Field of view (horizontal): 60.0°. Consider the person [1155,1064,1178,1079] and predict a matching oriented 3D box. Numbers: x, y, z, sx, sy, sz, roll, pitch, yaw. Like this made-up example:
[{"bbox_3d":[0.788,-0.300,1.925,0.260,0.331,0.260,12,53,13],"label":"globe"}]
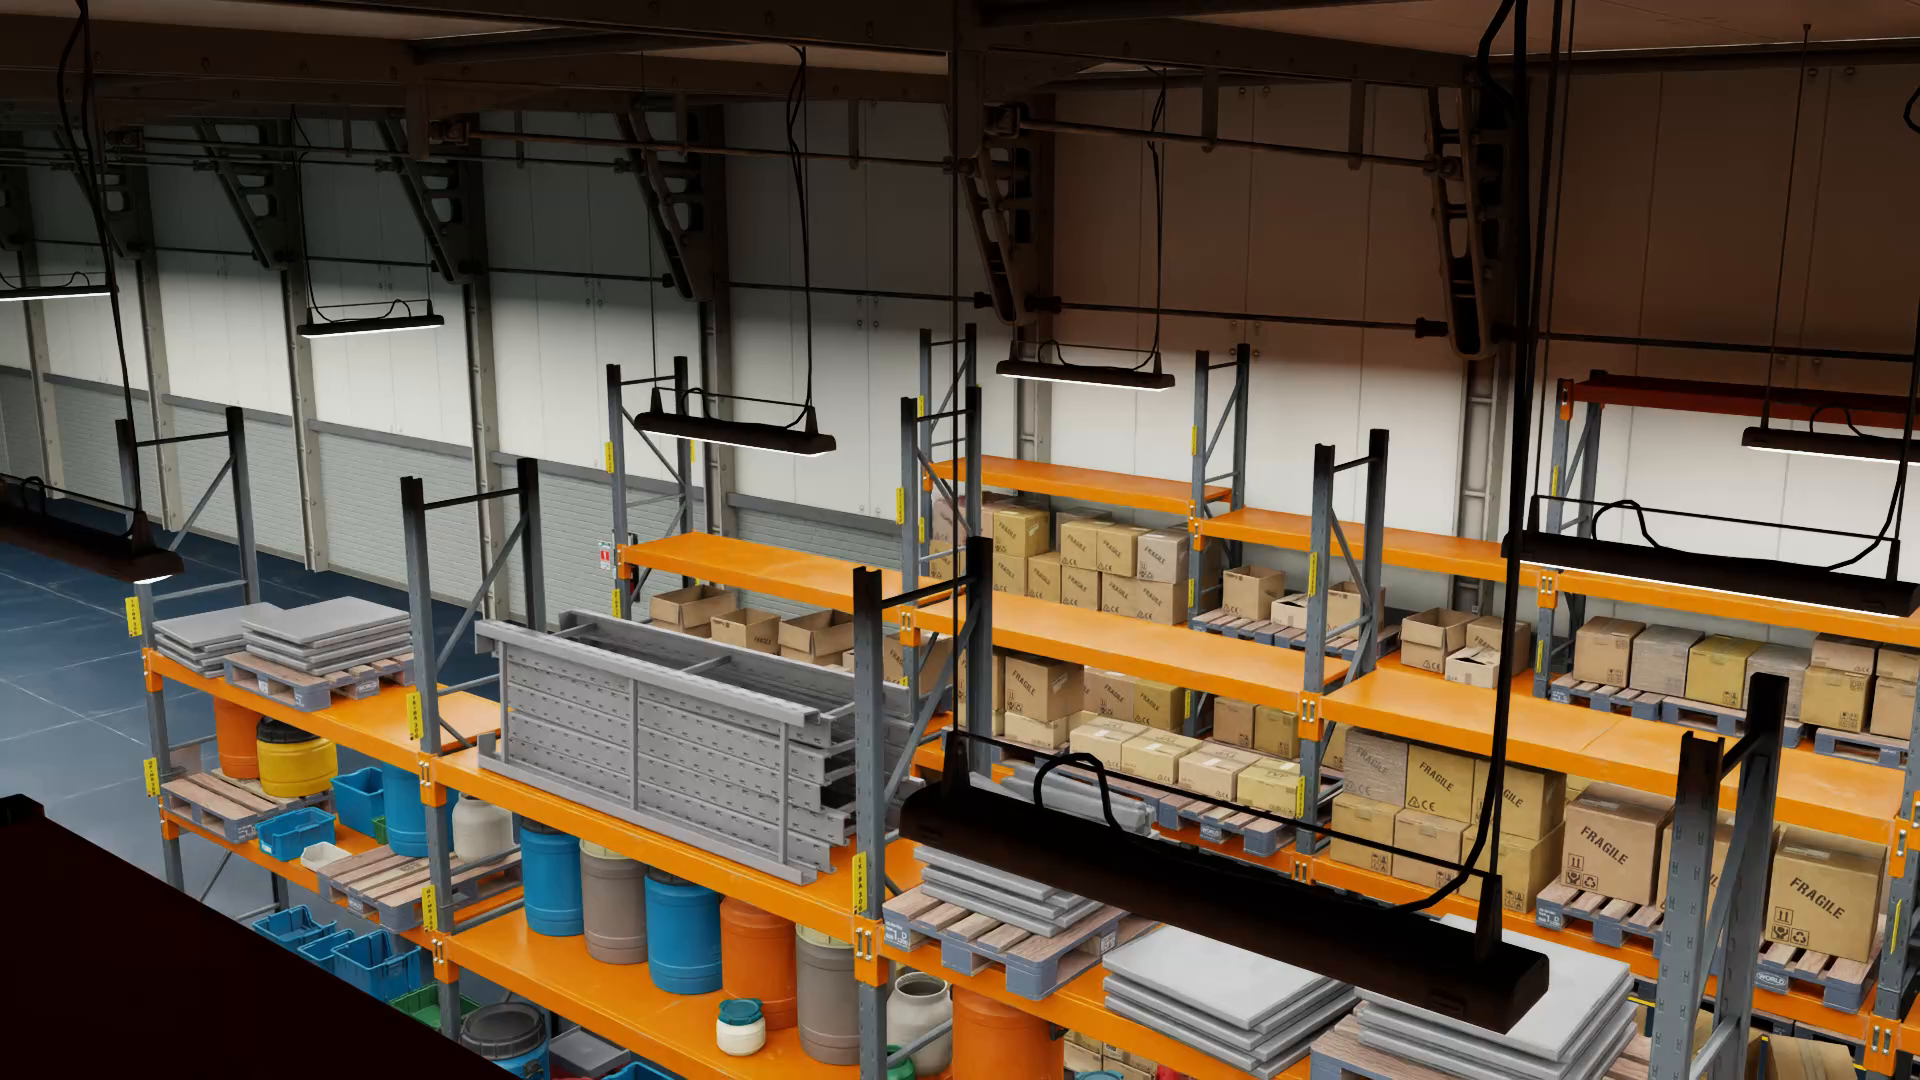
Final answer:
[{"bbox_3d":[1.732,4.484,12.679,0.709,1.638,0.722,-11,17,-40],"label":"person"}]
